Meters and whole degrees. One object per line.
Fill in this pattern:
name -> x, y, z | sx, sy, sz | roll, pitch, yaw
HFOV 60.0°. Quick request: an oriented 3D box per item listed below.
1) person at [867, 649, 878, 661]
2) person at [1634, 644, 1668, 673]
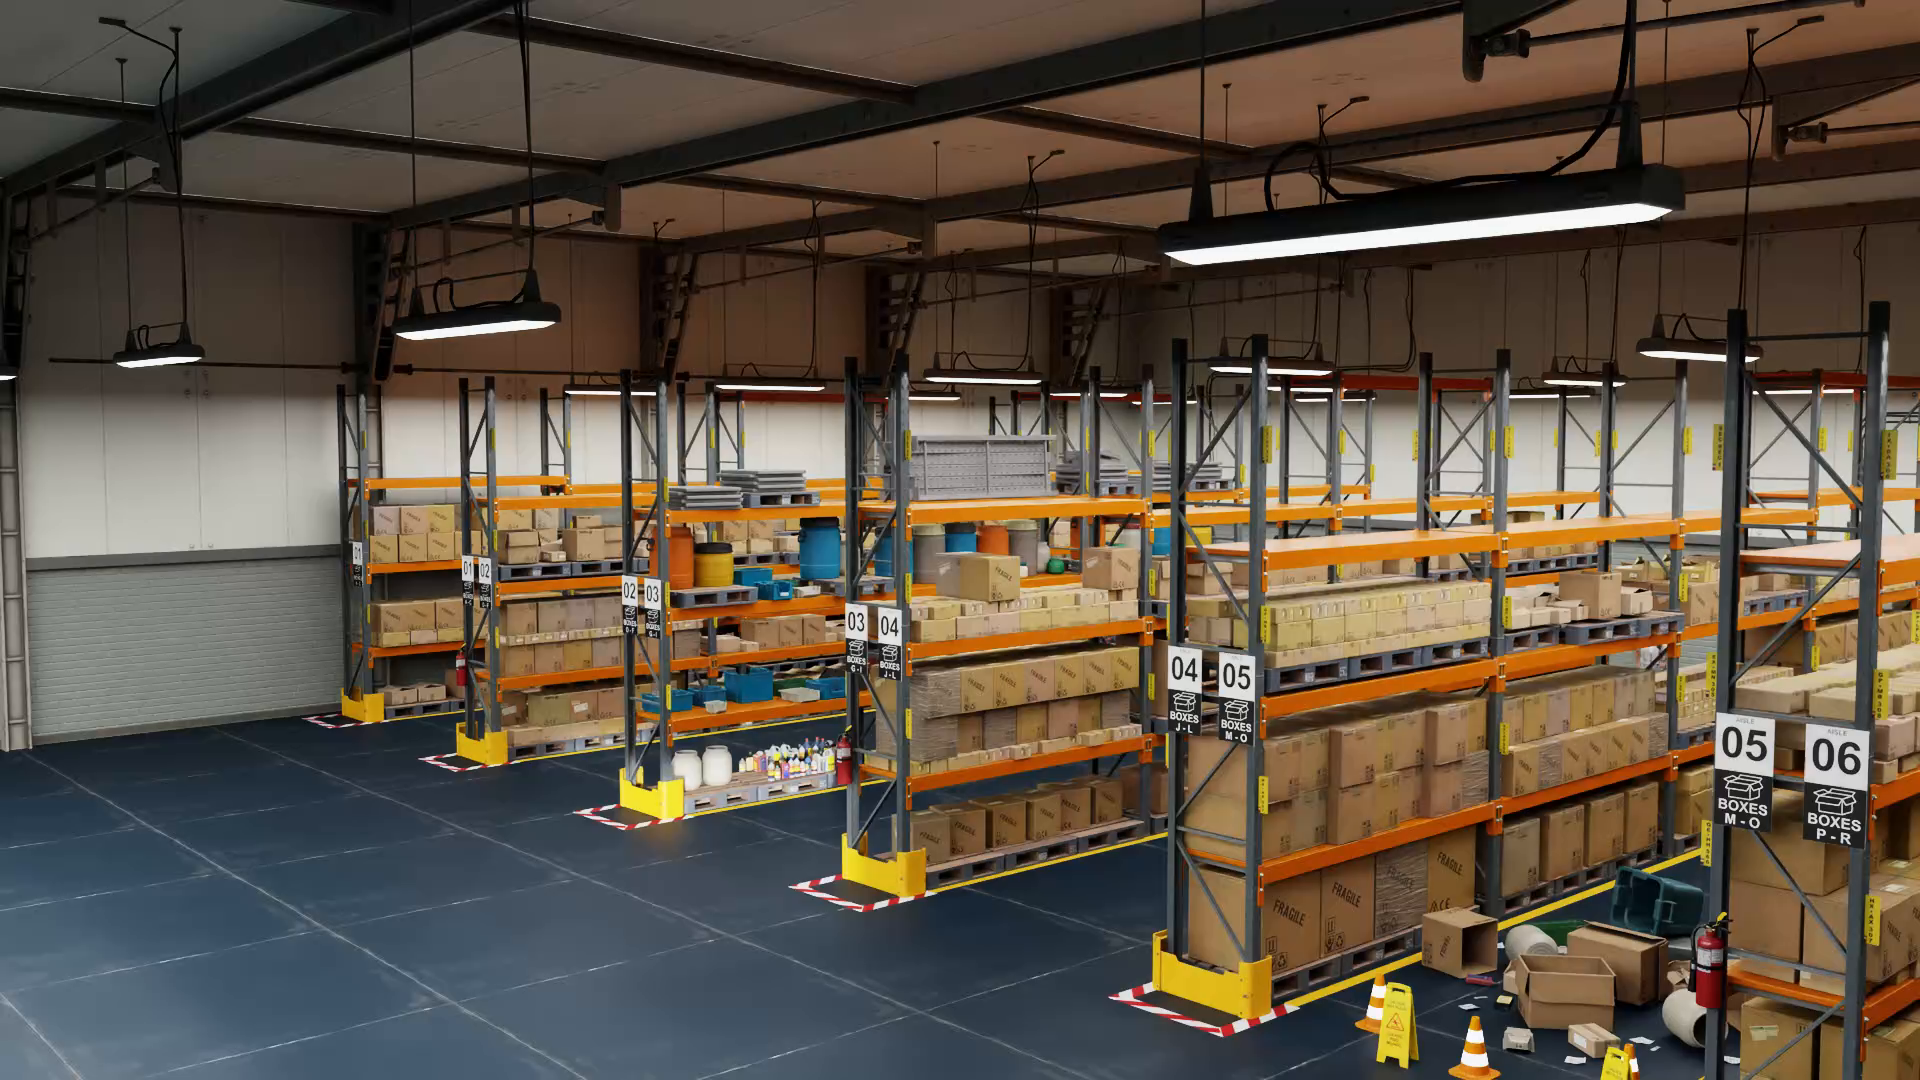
person -> -1.926, 2.043, 35.298 | 0.650, 1.622, 0.791 | 2, 4, 30
person -> 12.488, 2.325, 29.927 | 0.669, 1.746, 0.858 | 2, 4, 25
